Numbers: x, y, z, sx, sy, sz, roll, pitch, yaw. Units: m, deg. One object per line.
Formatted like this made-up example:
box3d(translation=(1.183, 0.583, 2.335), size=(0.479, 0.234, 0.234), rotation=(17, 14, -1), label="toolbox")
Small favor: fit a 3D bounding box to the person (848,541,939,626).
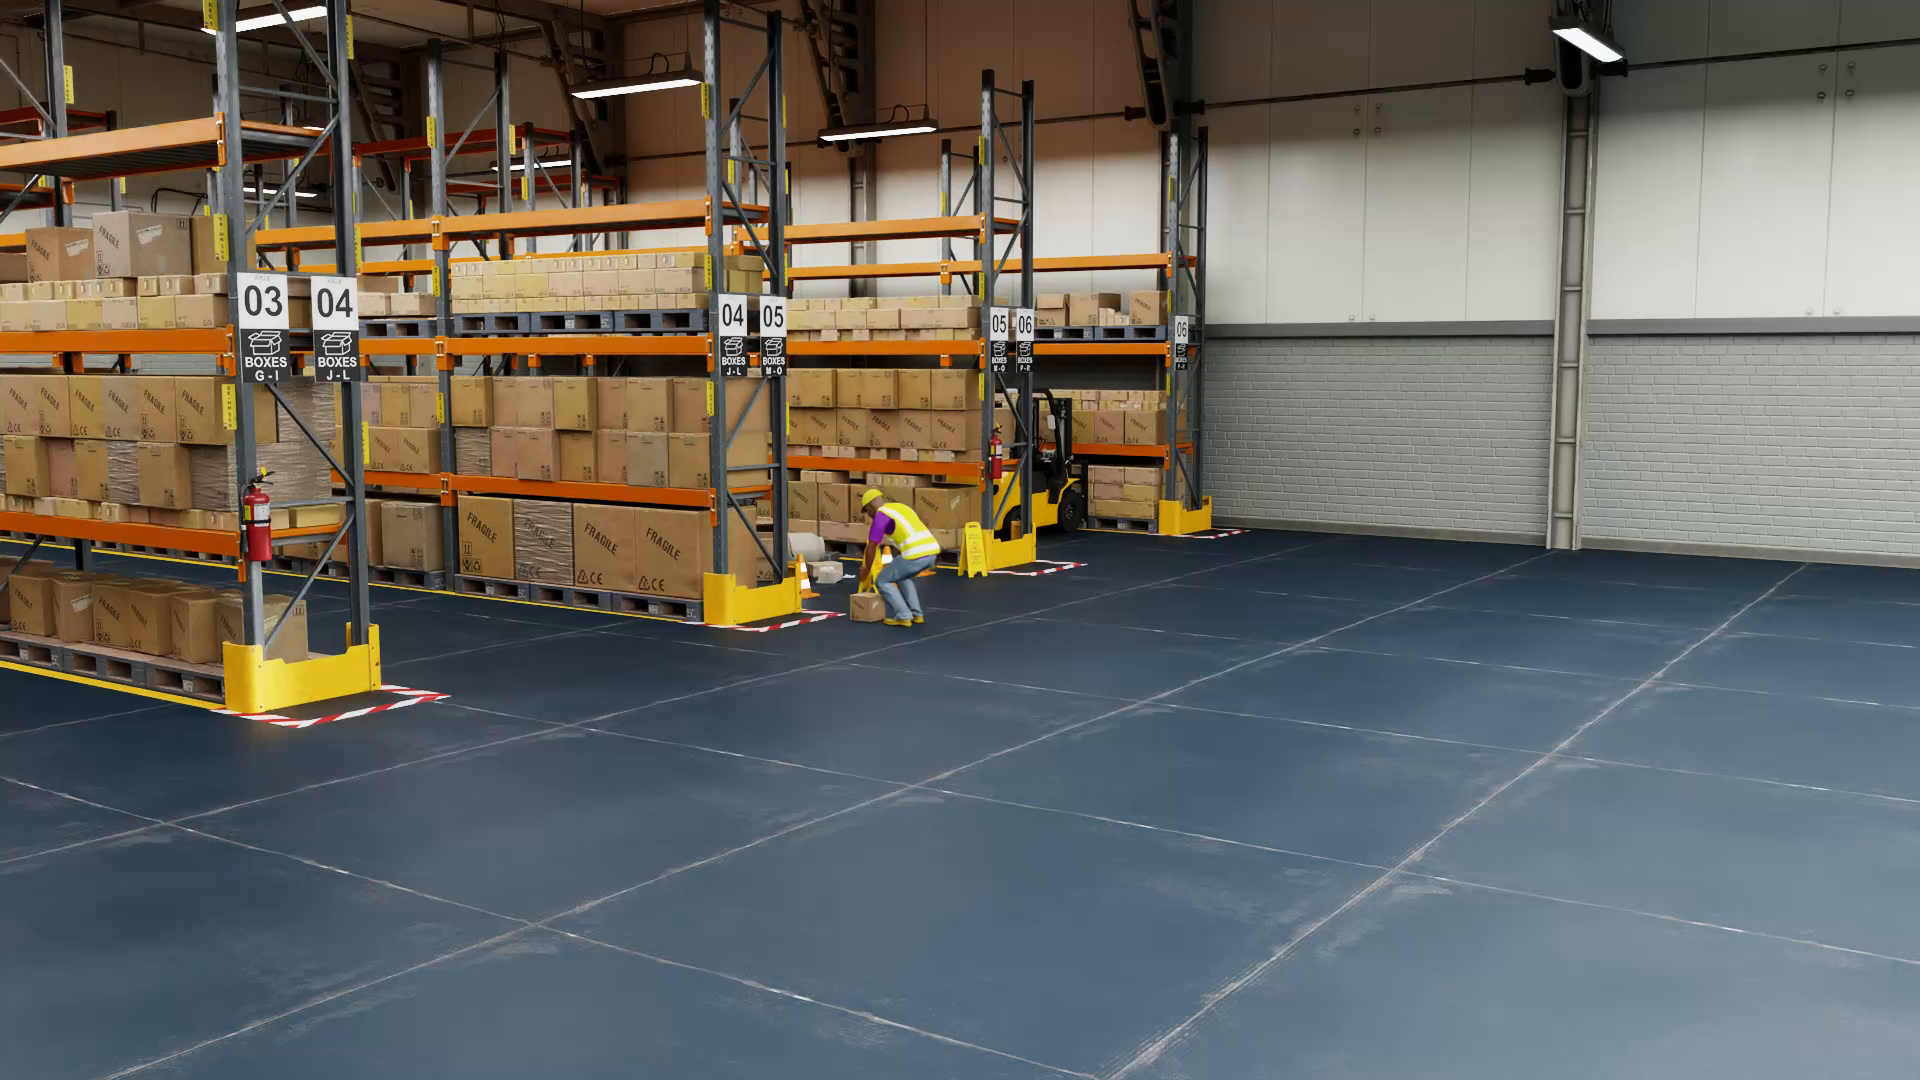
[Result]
box3d(translation=(-0.687, 0.432, 16.326), size=(0.958, 0.812, 0.528), rotation=(4, 7, 32), label="person")
